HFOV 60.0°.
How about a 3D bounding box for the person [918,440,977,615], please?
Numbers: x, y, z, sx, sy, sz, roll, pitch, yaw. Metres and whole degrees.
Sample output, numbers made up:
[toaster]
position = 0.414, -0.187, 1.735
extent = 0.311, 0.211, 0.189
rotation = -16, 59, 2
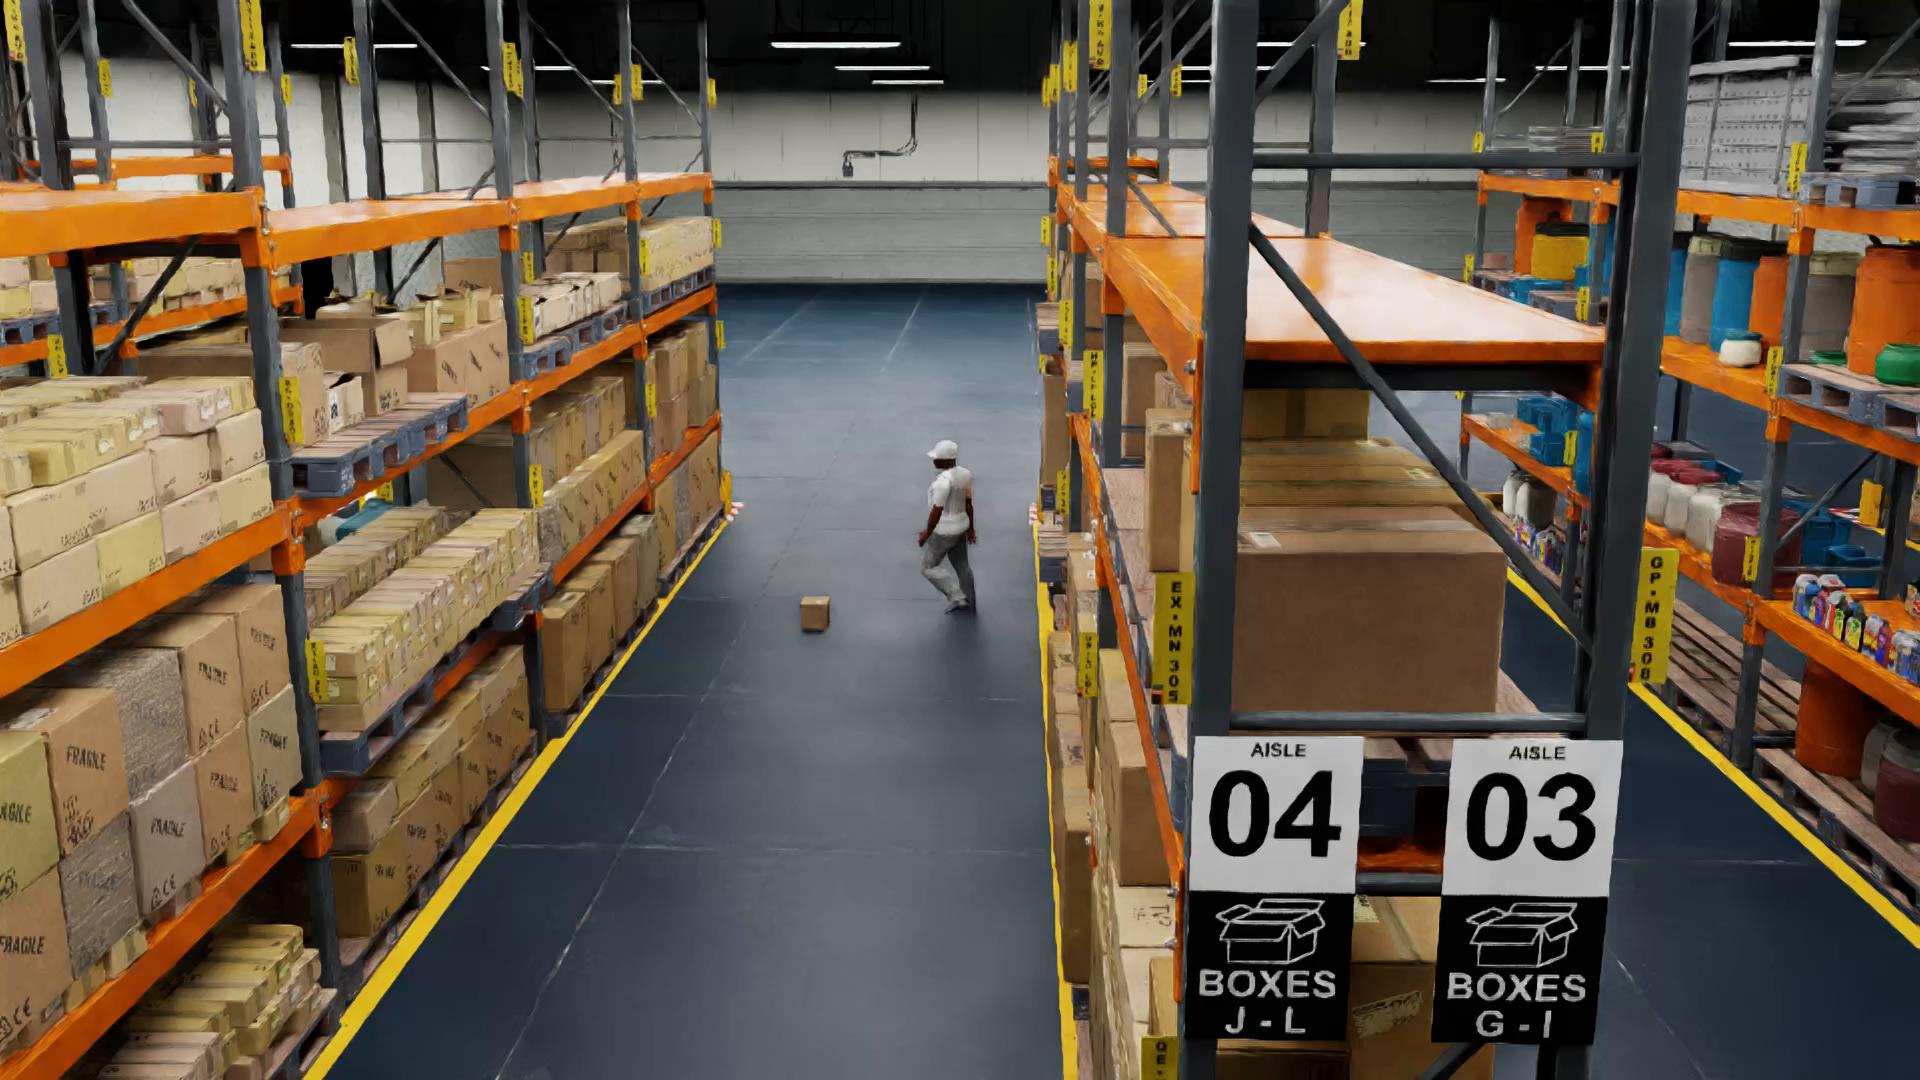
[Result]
[person]
position = -0.070, -0.109, 15.870
extent = 0.523, 1.743, 0.689
rotation = 7, 15, 25
